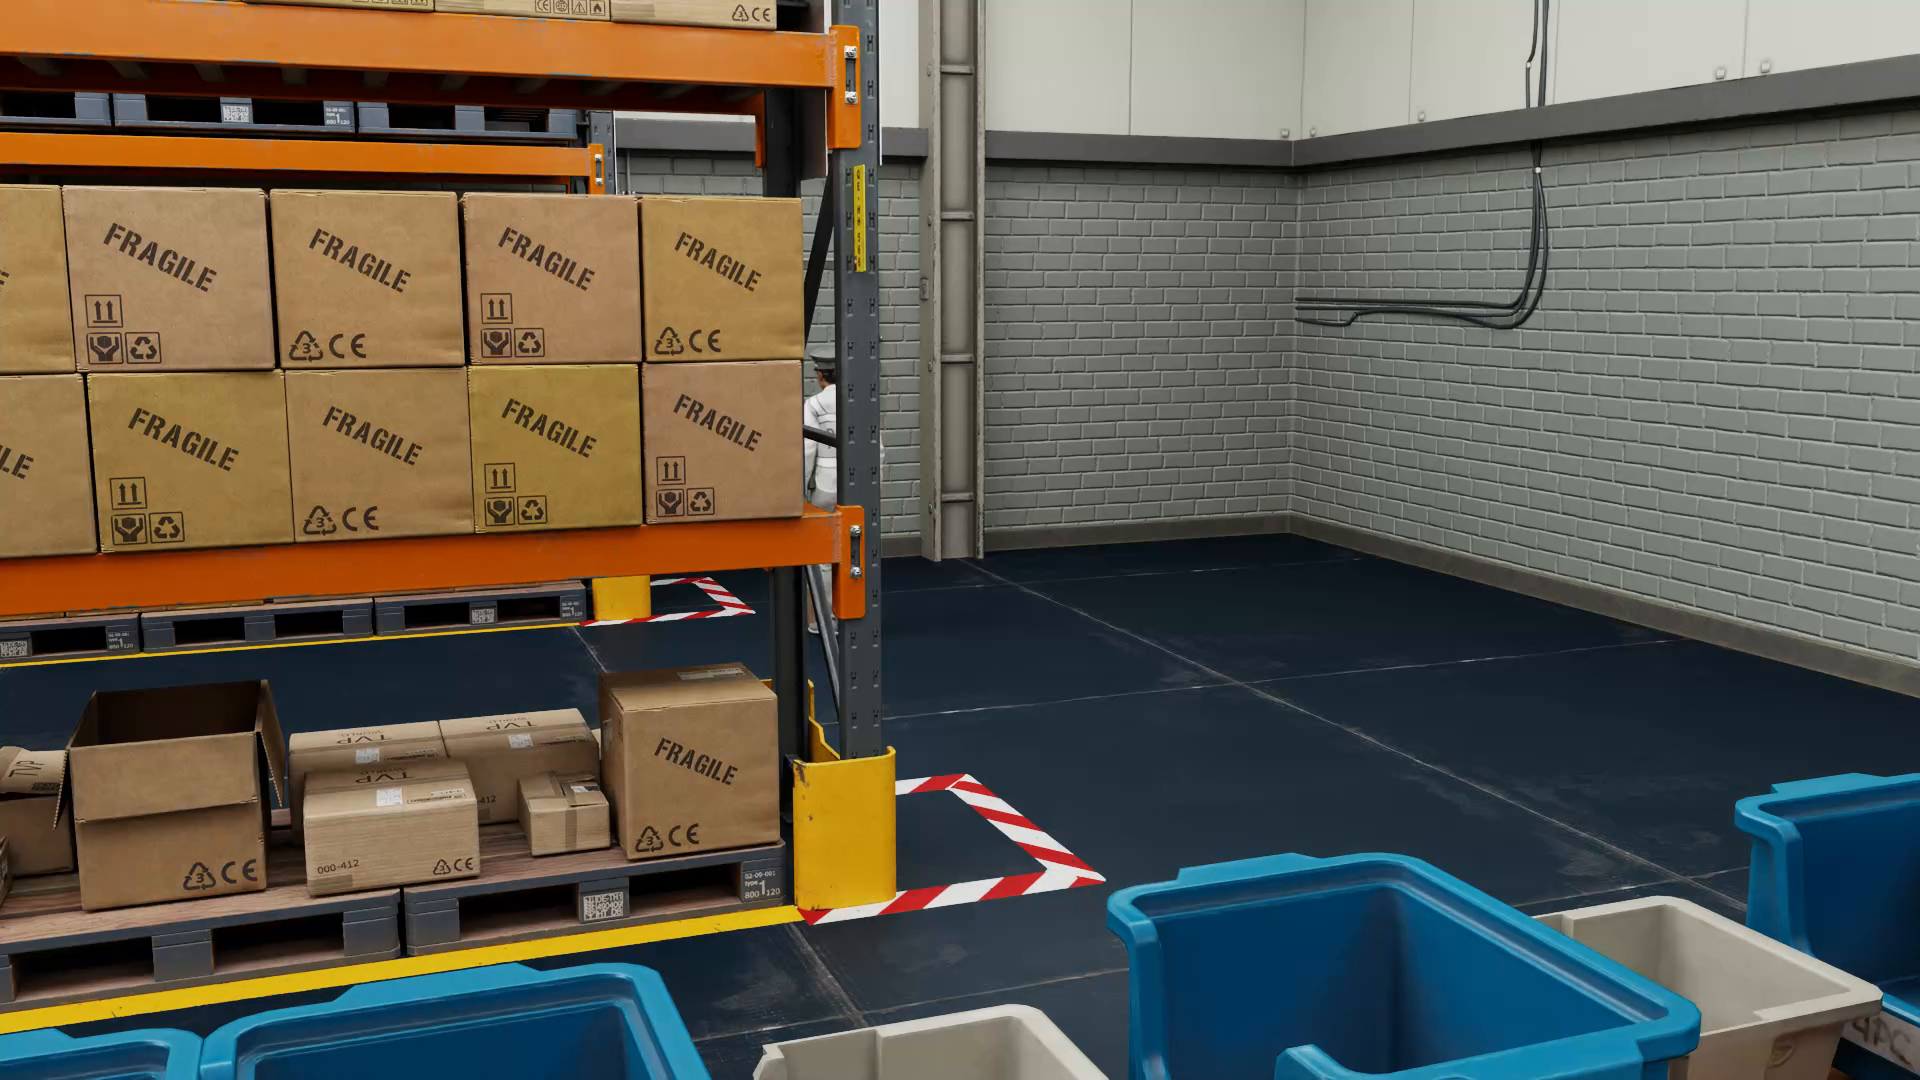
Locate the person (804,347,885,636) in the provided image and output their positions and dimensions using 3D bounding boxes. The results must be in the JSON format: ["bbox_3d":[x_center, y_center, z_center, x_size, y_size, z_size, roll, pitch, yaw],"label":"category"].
[{"bbox_3d":[-0.699,-0.267,9.541,0.535,1.662,0.414,-4,10,-24],"label":"person"}]
